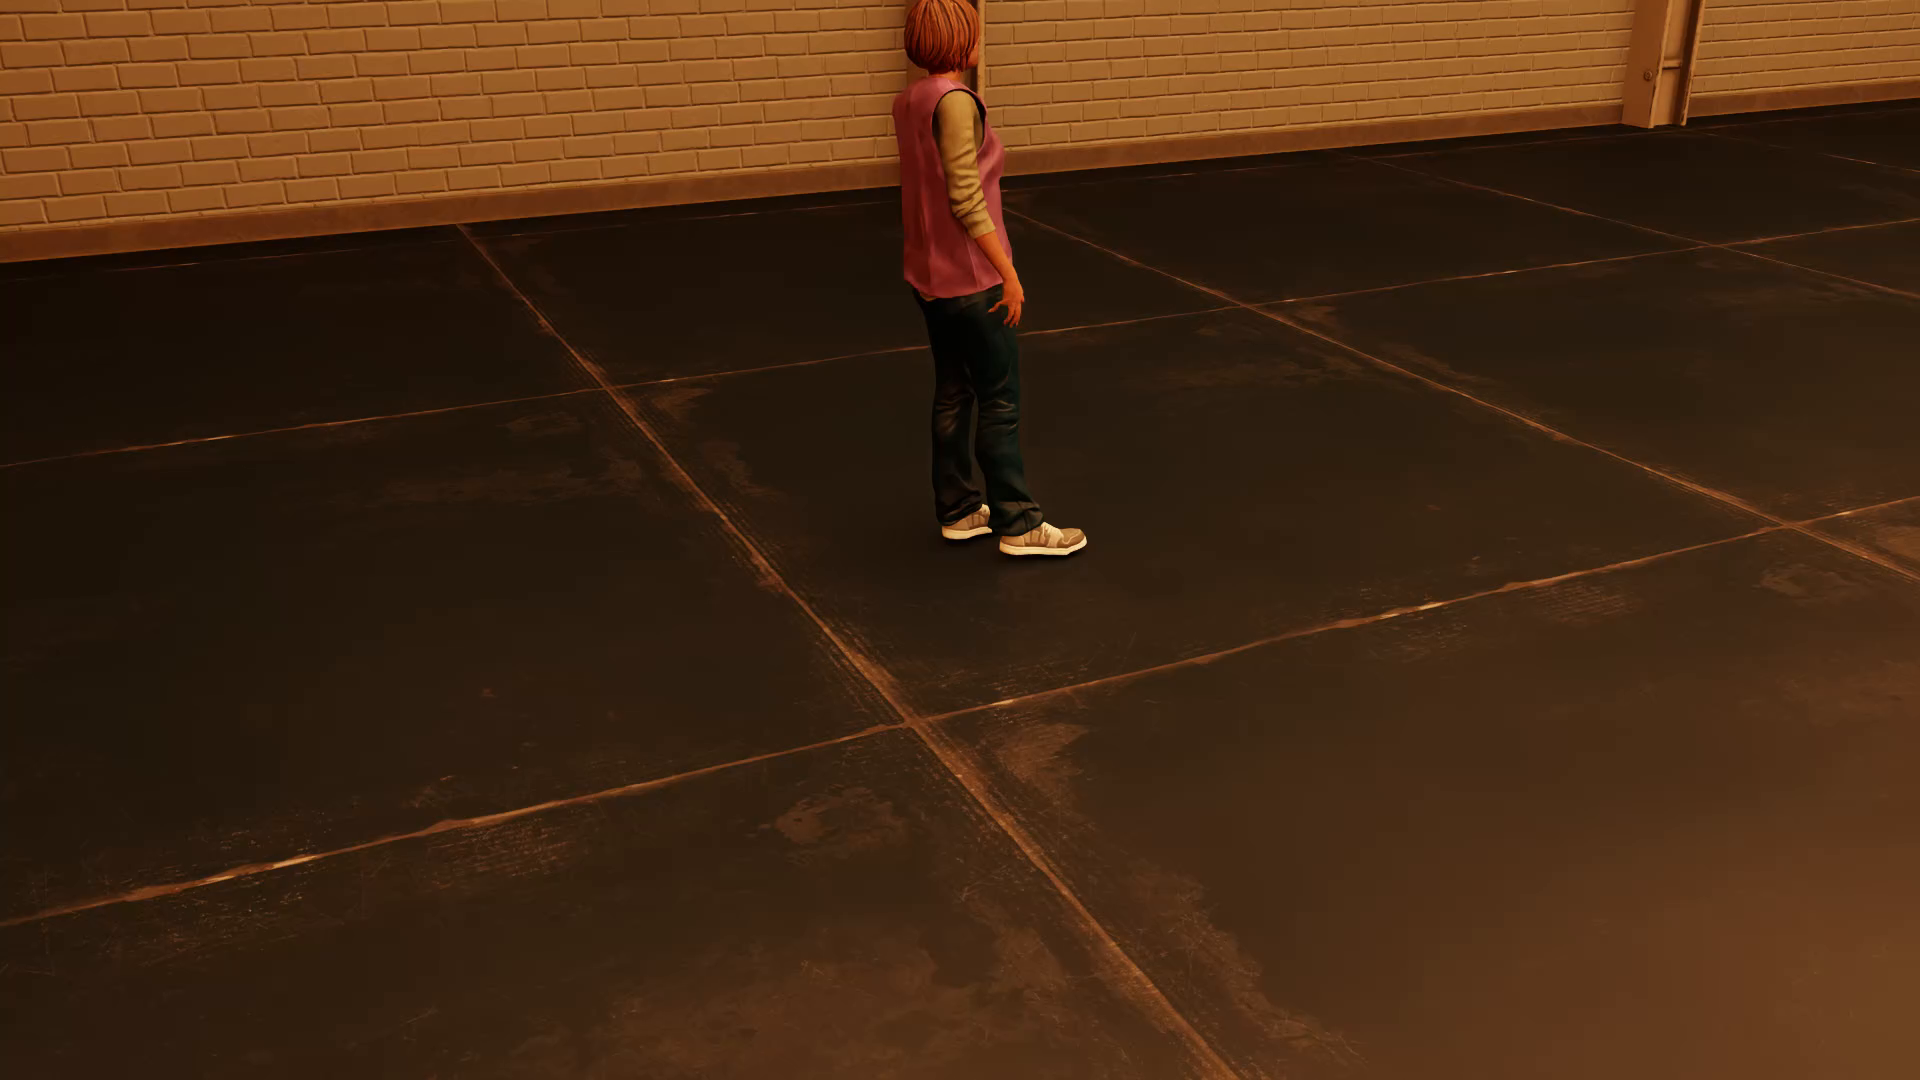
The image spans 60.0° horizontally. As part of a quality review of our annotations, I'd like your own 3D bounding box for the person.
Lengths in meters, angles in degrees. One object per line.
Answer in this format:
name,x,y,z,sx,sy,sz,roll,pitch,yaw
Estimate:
person,0.073,-0.751,4.814,0.476,1.597,0.520,-10,25,-23
